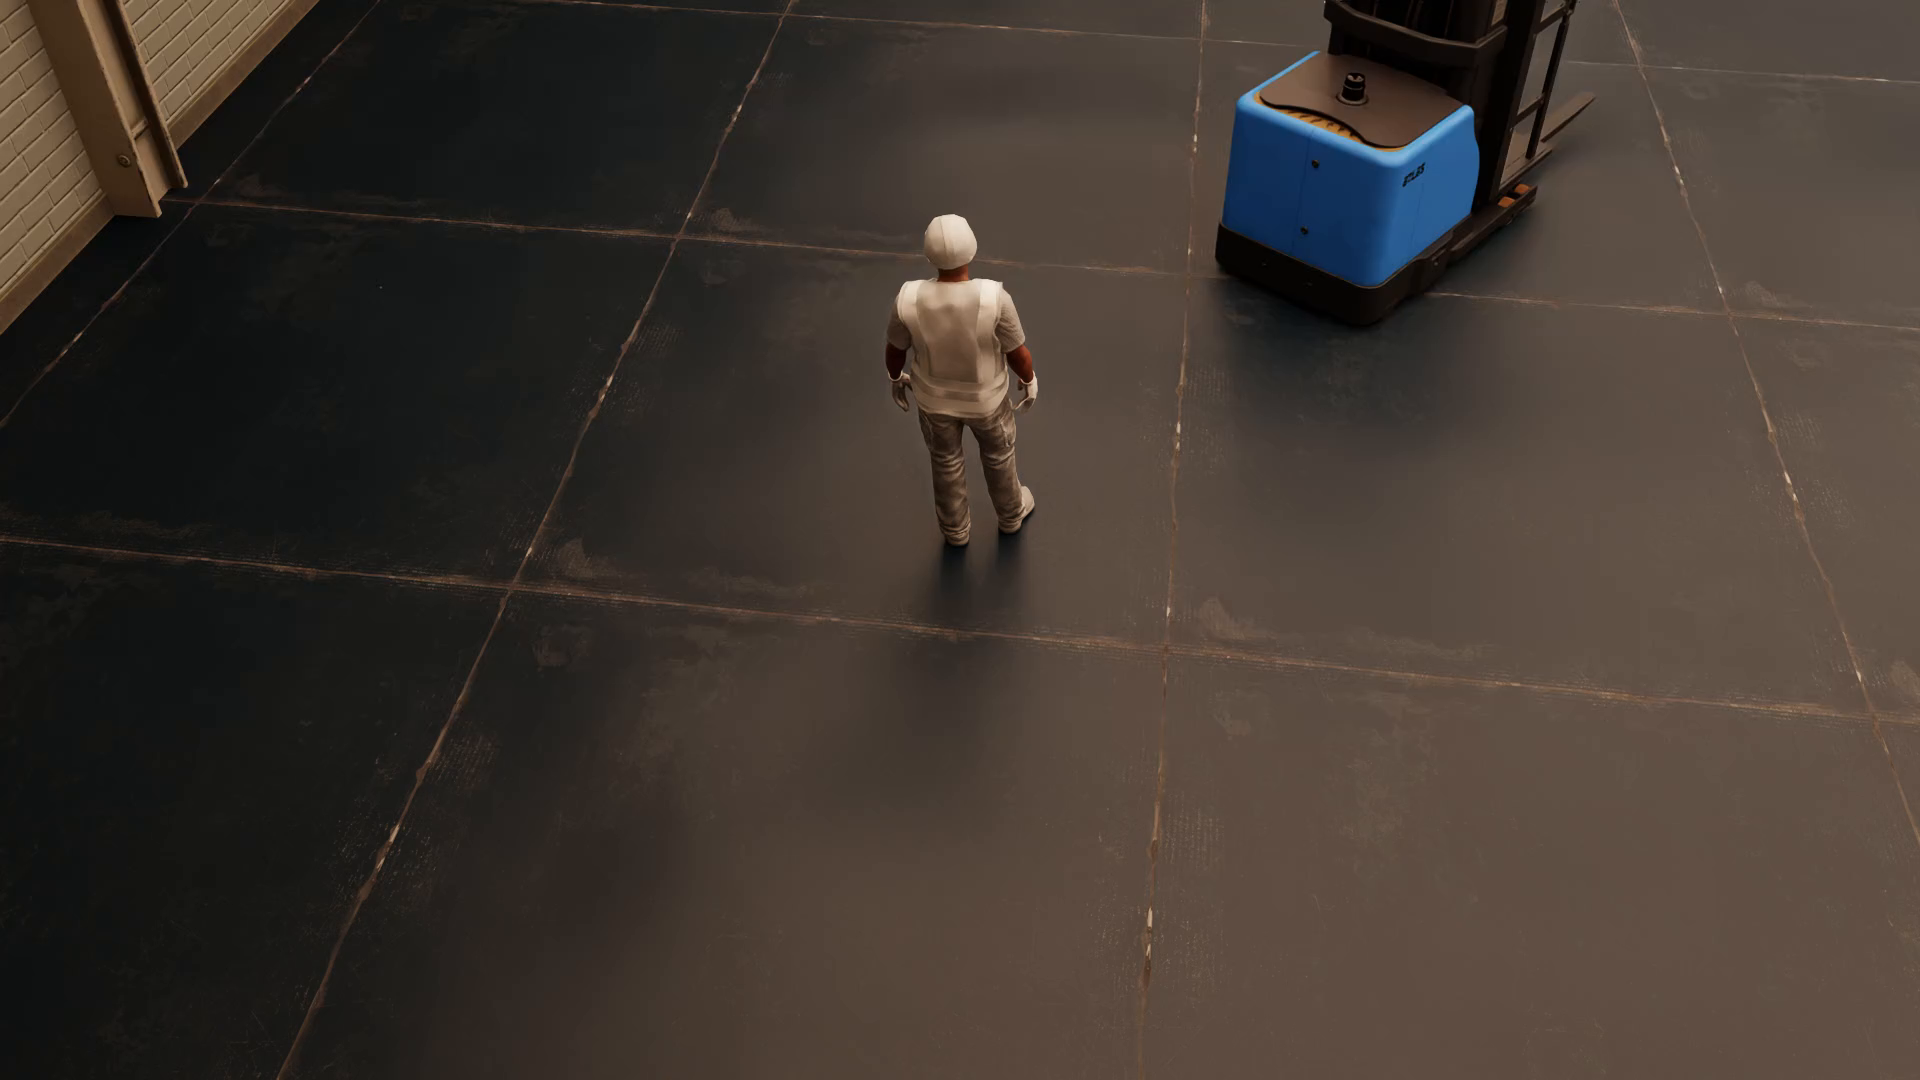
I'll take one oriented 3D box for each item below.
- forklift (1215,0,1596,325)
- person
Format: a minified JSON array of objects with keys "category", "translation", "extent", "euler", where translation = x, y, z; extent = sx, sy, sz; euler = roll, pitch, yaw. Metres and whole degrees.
[{"category":"forklift","translation":[2.823,-3.167,9.172],"extent":[1.130,2.935,3.031],"euler":[31,51,29]},{"category":"person","translation":[0.018,-0.710,7.335],"extent":[0.657,1.785,0.575],"euler":[5,43,6]}]
